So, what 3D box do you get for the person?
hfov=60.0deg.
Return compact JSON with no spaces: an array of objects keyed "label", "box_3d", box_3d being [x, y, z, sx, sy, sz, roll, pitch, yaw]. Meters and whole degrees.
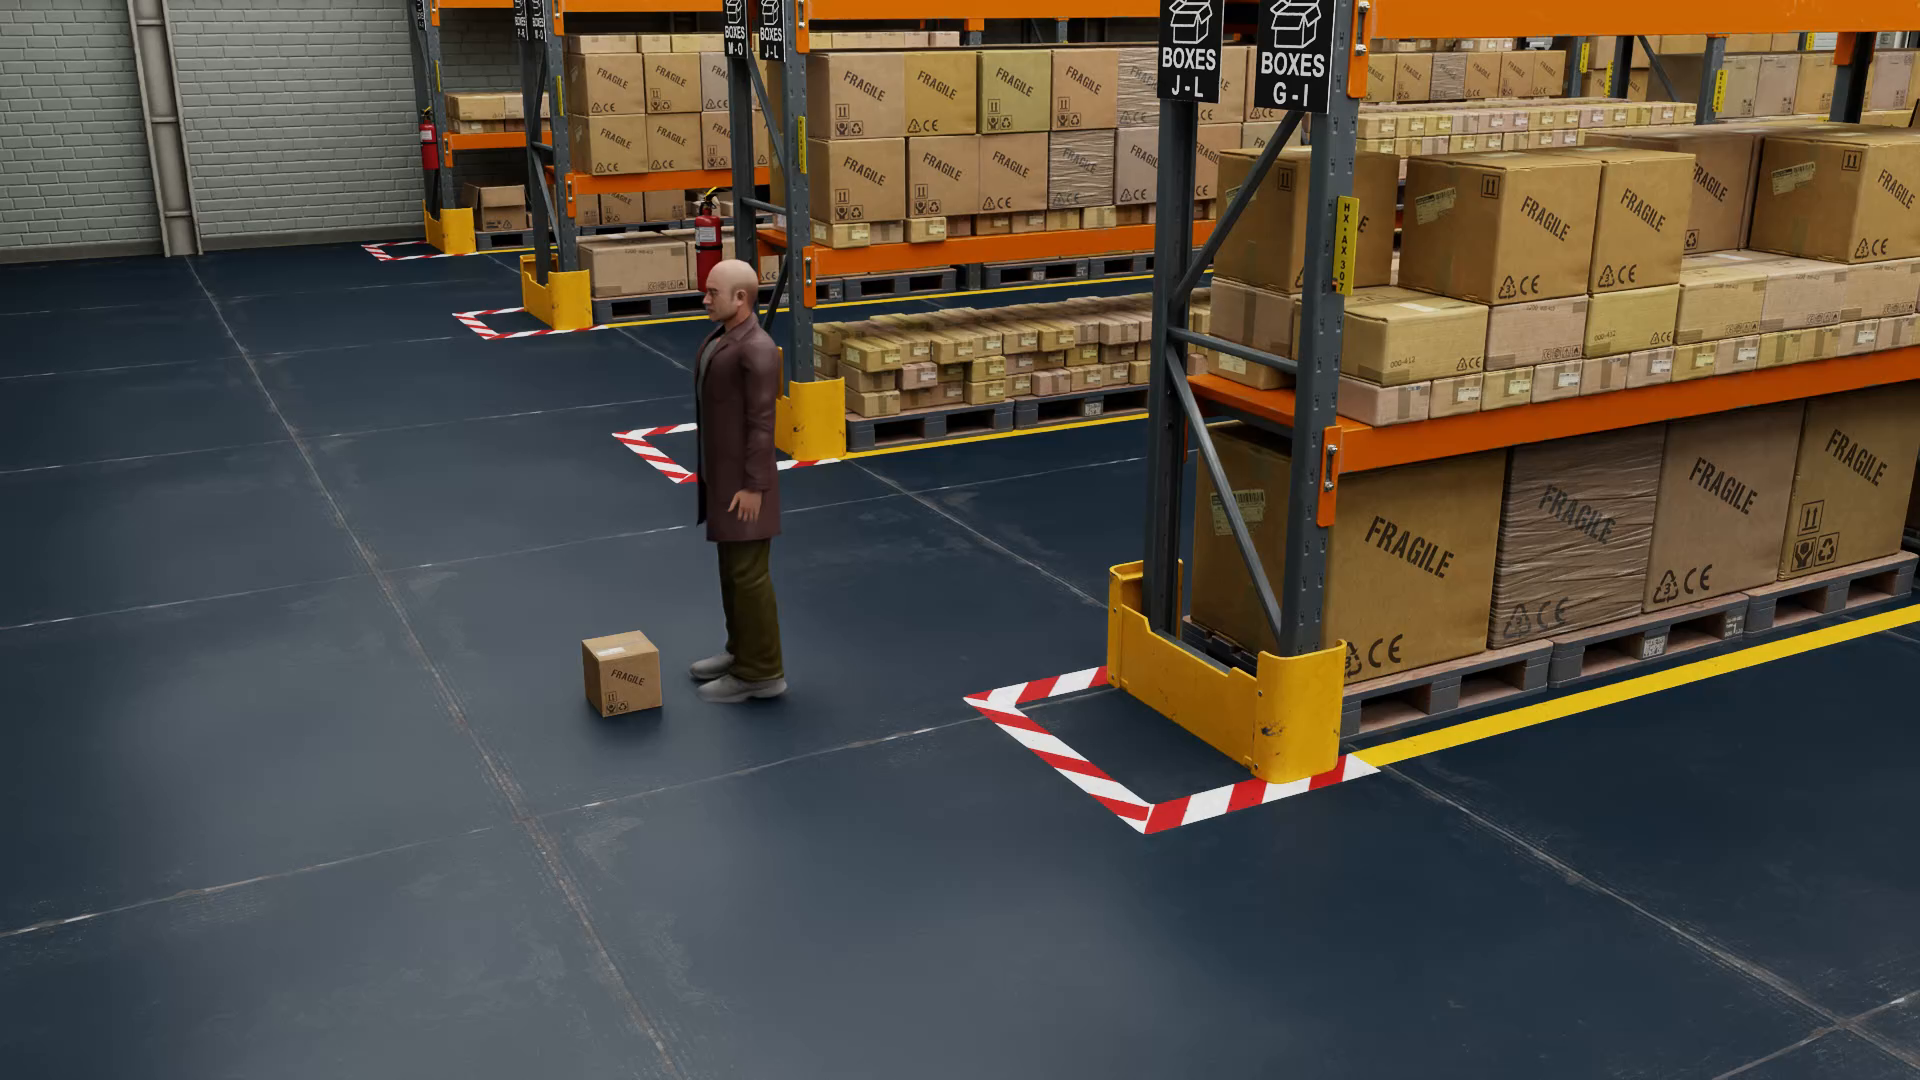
[{"label":"person","box_3d":[-0.962,-0.250,6.842,0.410,1.796,0.624,-8,20,-22]}]
